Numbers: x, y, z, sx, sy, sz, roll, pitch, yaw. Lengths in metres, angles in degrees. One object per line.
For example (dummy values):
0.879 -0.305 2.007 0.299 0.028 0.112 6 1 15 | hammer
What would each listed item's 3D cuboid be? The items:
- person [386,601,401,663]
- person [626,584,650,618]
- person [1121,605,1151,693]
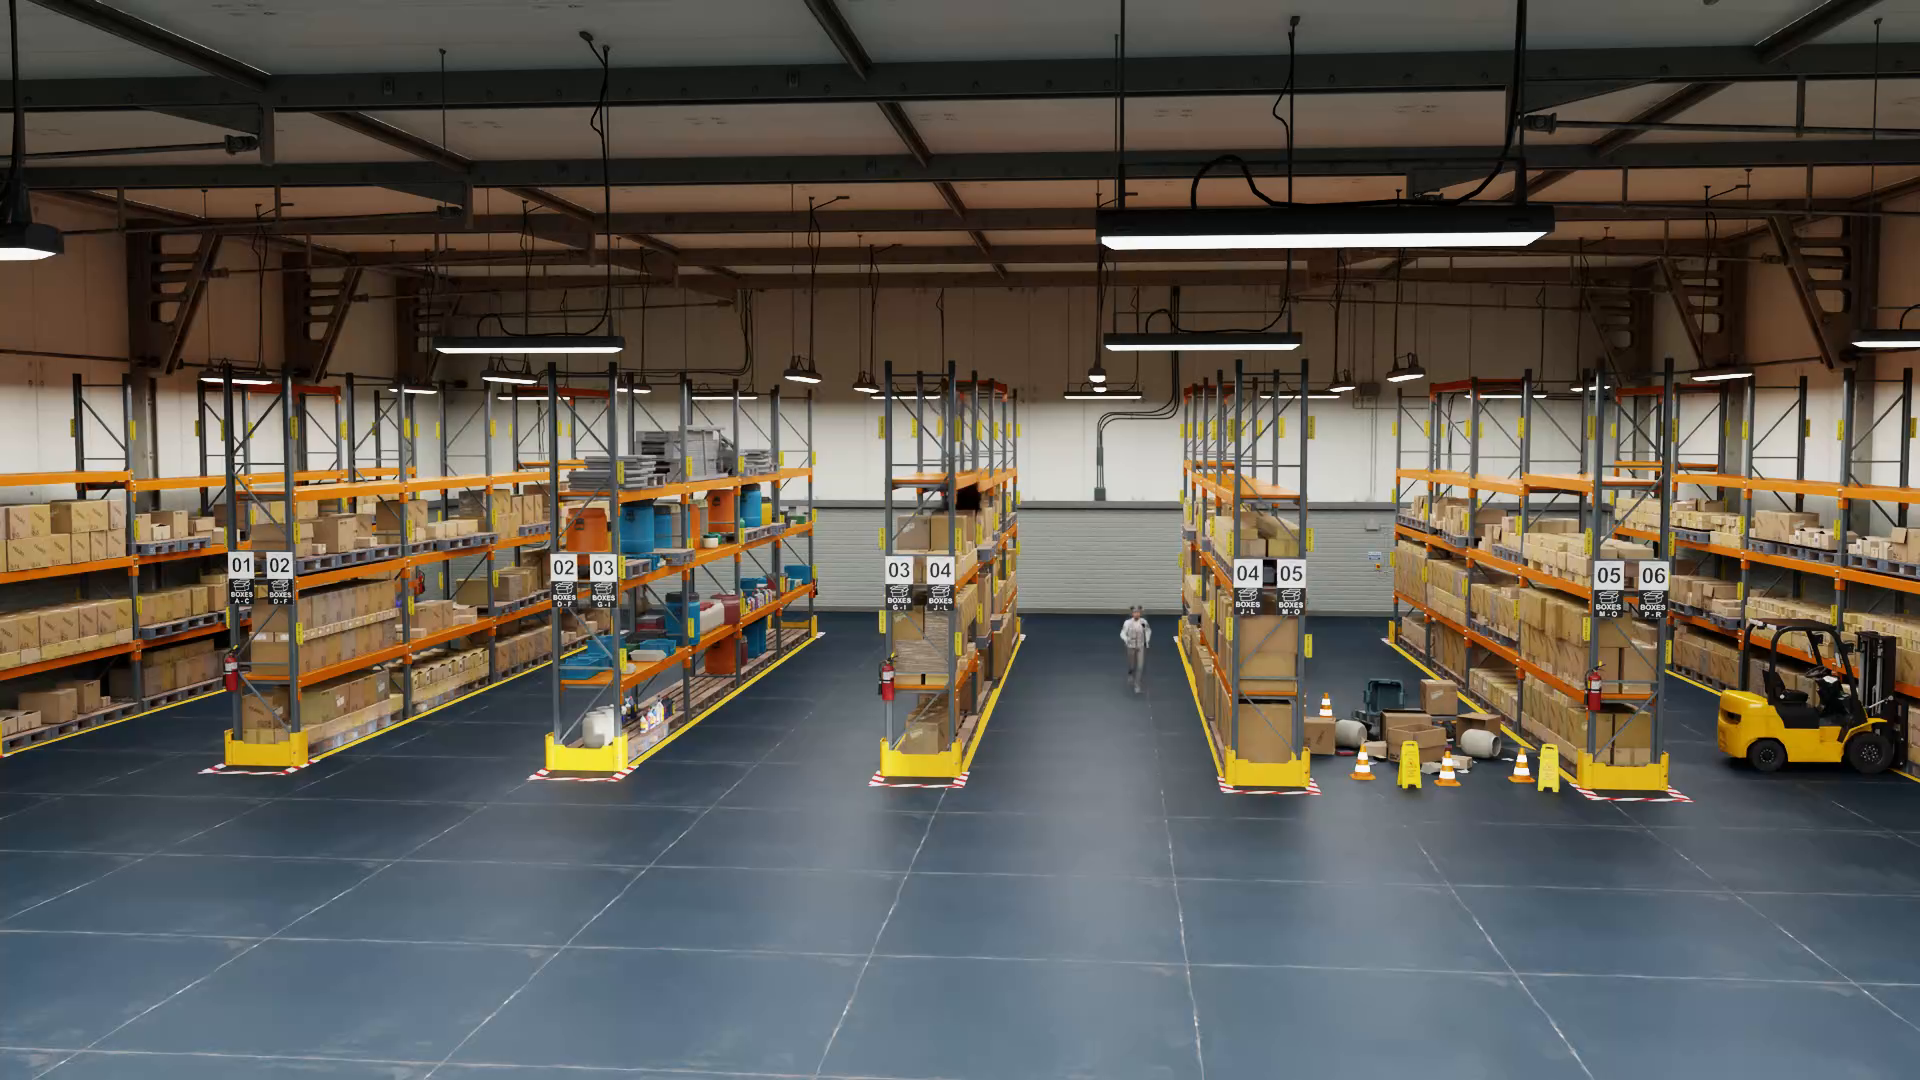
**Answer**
-12.126 1.869 35.466 0.559 1.640 0.813 0 4 -4 | person
-8.064 1.412 41.553 0.583 1.745 0.742 3 5 38 | person
3.389 2.065 32.023 0.605 1.672 0.840 0 4 0 | person
